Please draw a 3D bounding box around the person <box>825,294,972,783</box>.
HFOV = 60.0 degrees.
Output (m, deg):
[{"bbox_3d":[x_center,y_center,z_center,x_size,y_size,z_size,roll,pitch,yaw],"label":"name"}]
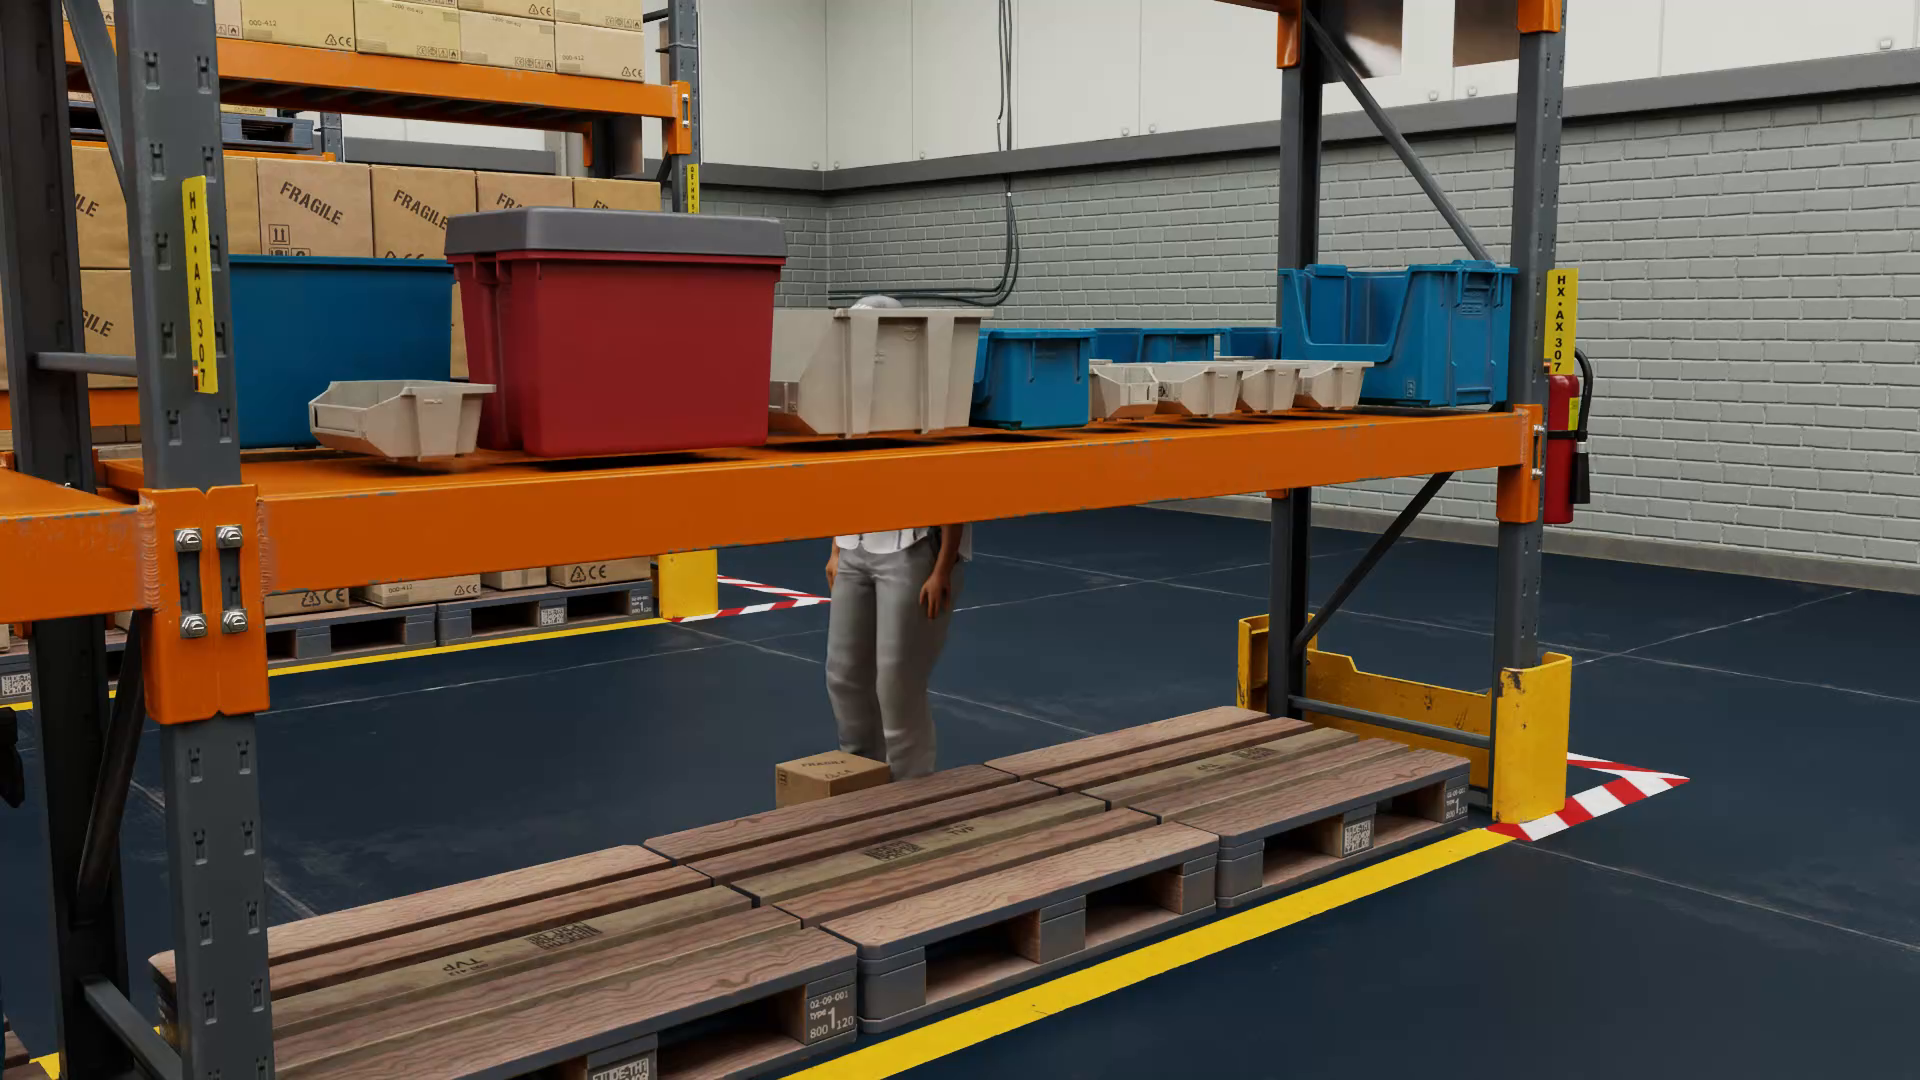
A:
[{"bbox_3d":[-0.234,0.085,5.123,0.553,1.665,0.457,7,11,44],"label":"person"}]
